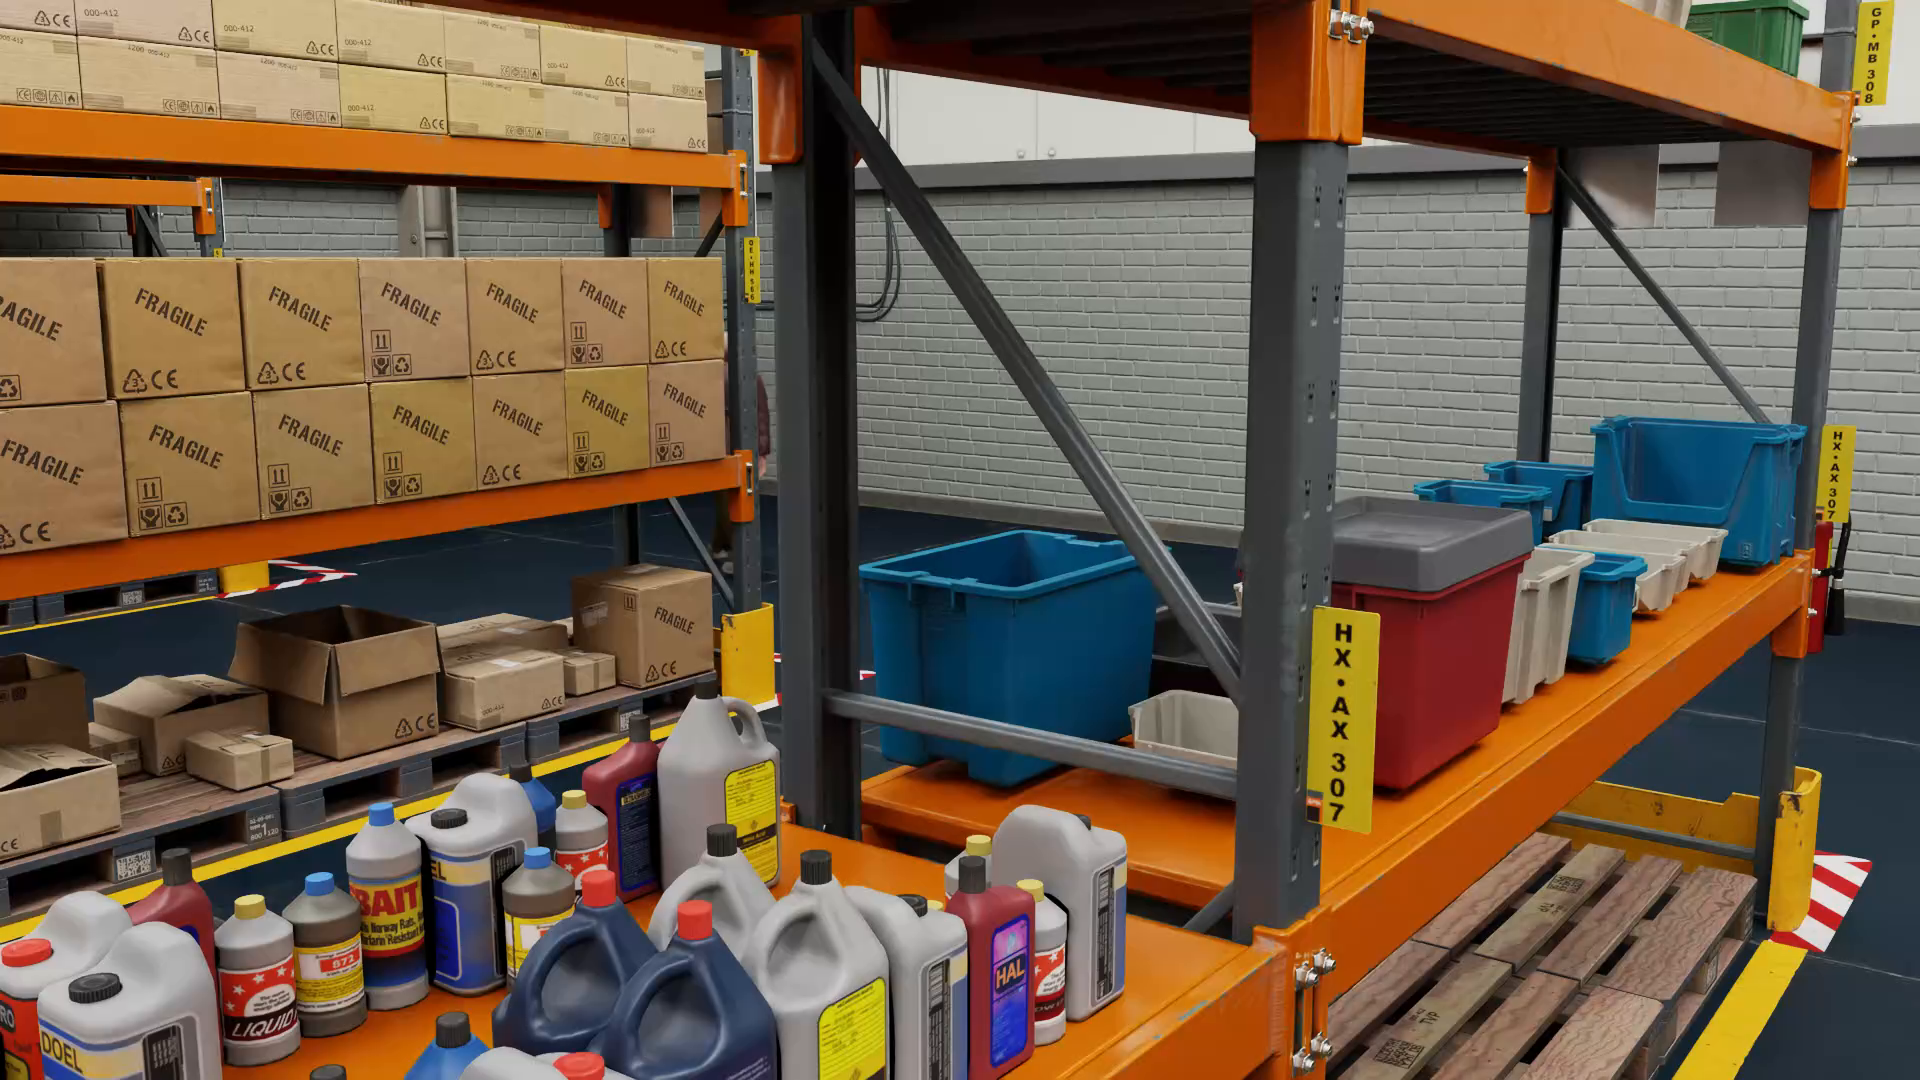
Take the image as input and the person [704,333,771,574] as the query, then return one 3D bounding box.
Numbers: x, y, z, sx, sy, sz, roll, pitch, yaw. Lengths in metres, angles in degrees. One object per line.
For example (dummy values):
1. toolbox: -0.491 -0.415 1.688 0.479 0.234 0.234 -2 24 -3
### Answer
1. person: -1.768 -0.650 12.181 0.569 1.731 1.047 -8 12 -38
